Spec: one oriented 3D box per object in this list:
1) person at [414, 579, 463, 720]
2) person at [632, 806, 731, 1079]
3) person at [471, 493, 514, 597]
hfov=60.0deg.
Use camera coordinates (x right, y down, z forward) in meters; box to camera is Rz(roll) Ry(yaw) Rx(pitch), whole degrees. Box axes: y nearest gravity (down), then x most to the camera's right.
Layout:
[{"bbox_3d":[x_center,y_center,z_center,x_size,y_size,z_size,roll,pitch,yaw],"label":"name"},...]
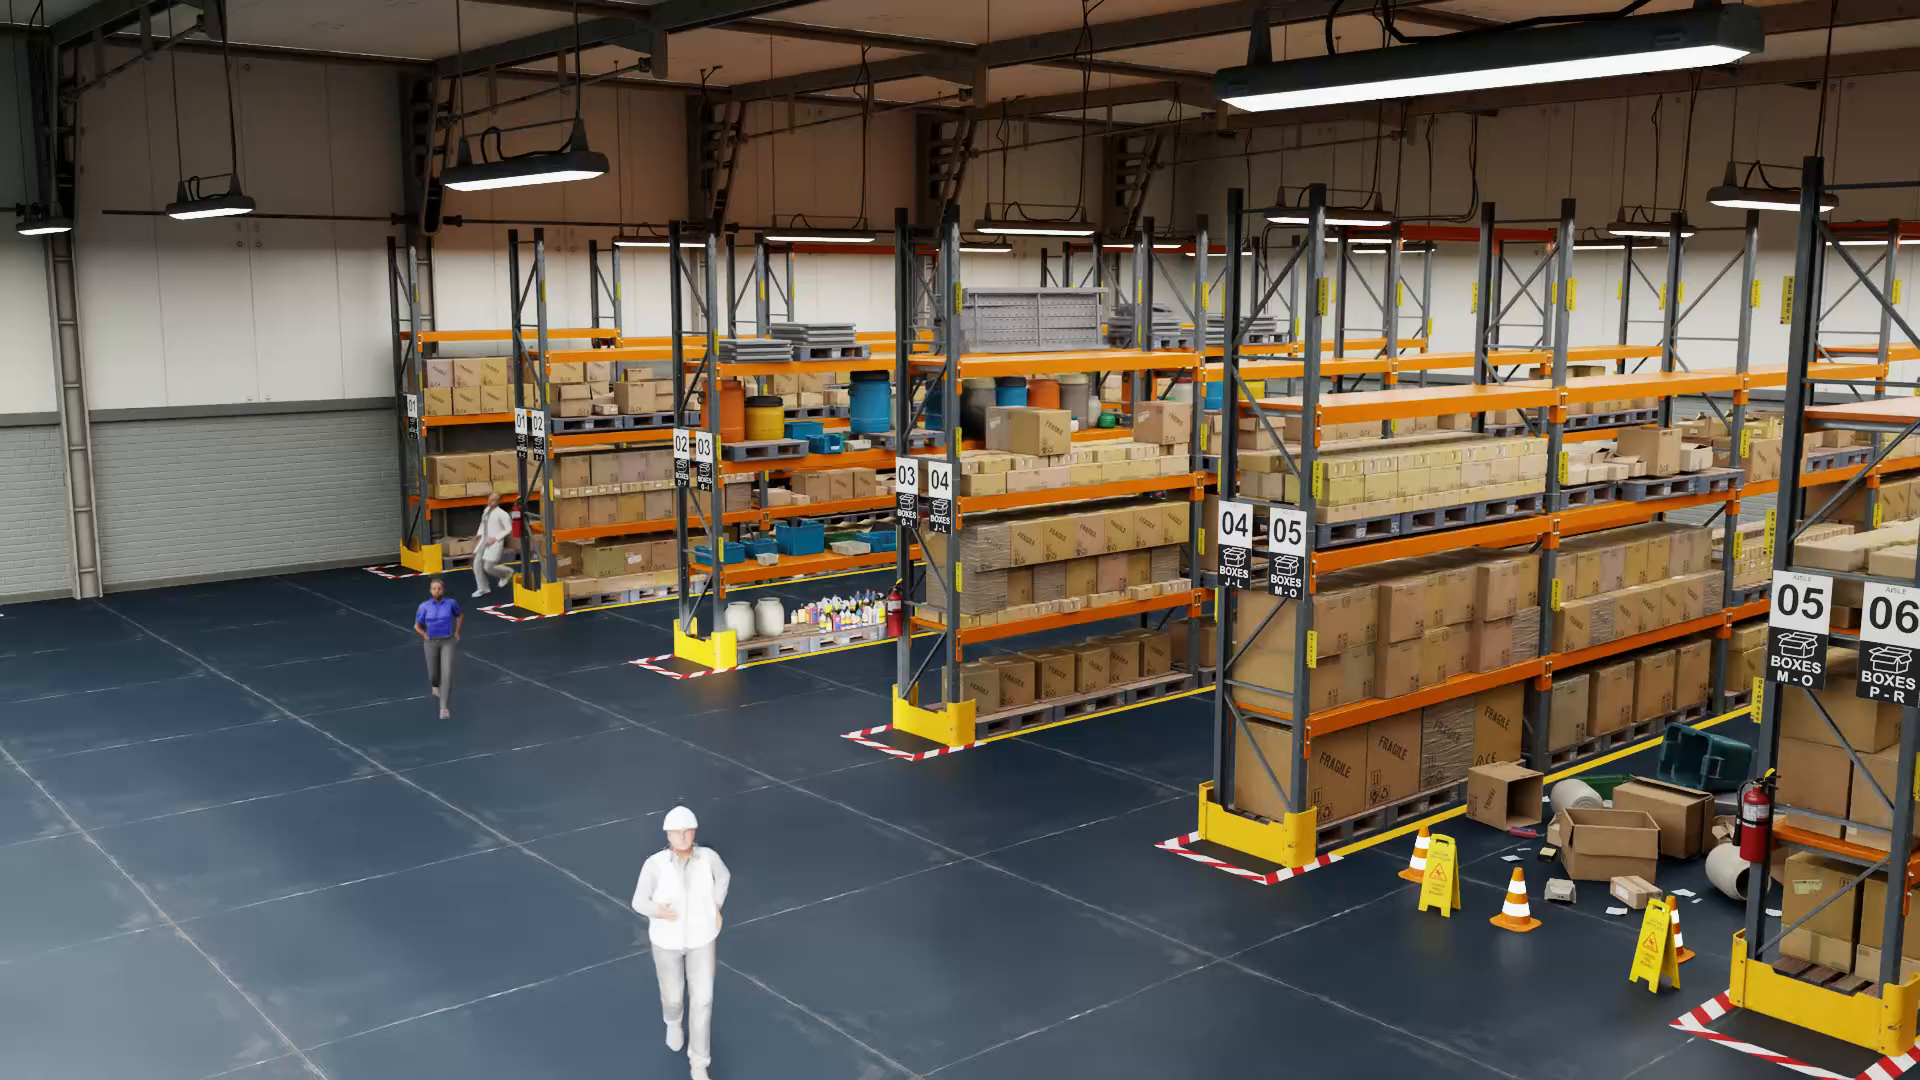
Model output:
[{"bbox_3d":[-6.282,1.285,20.099,0.579,1.650,0.851,-3,9,-19],"label":"person"},{"bbox_3d":[-1.799,2.608,10.859,0.661,1.767,0.906,-2,9,-14],"label":"person"},{"bbox_3d":[-7.762,0.081,27.750,0.755,1.744,0.749,6,11,35],"label":"person"}]
